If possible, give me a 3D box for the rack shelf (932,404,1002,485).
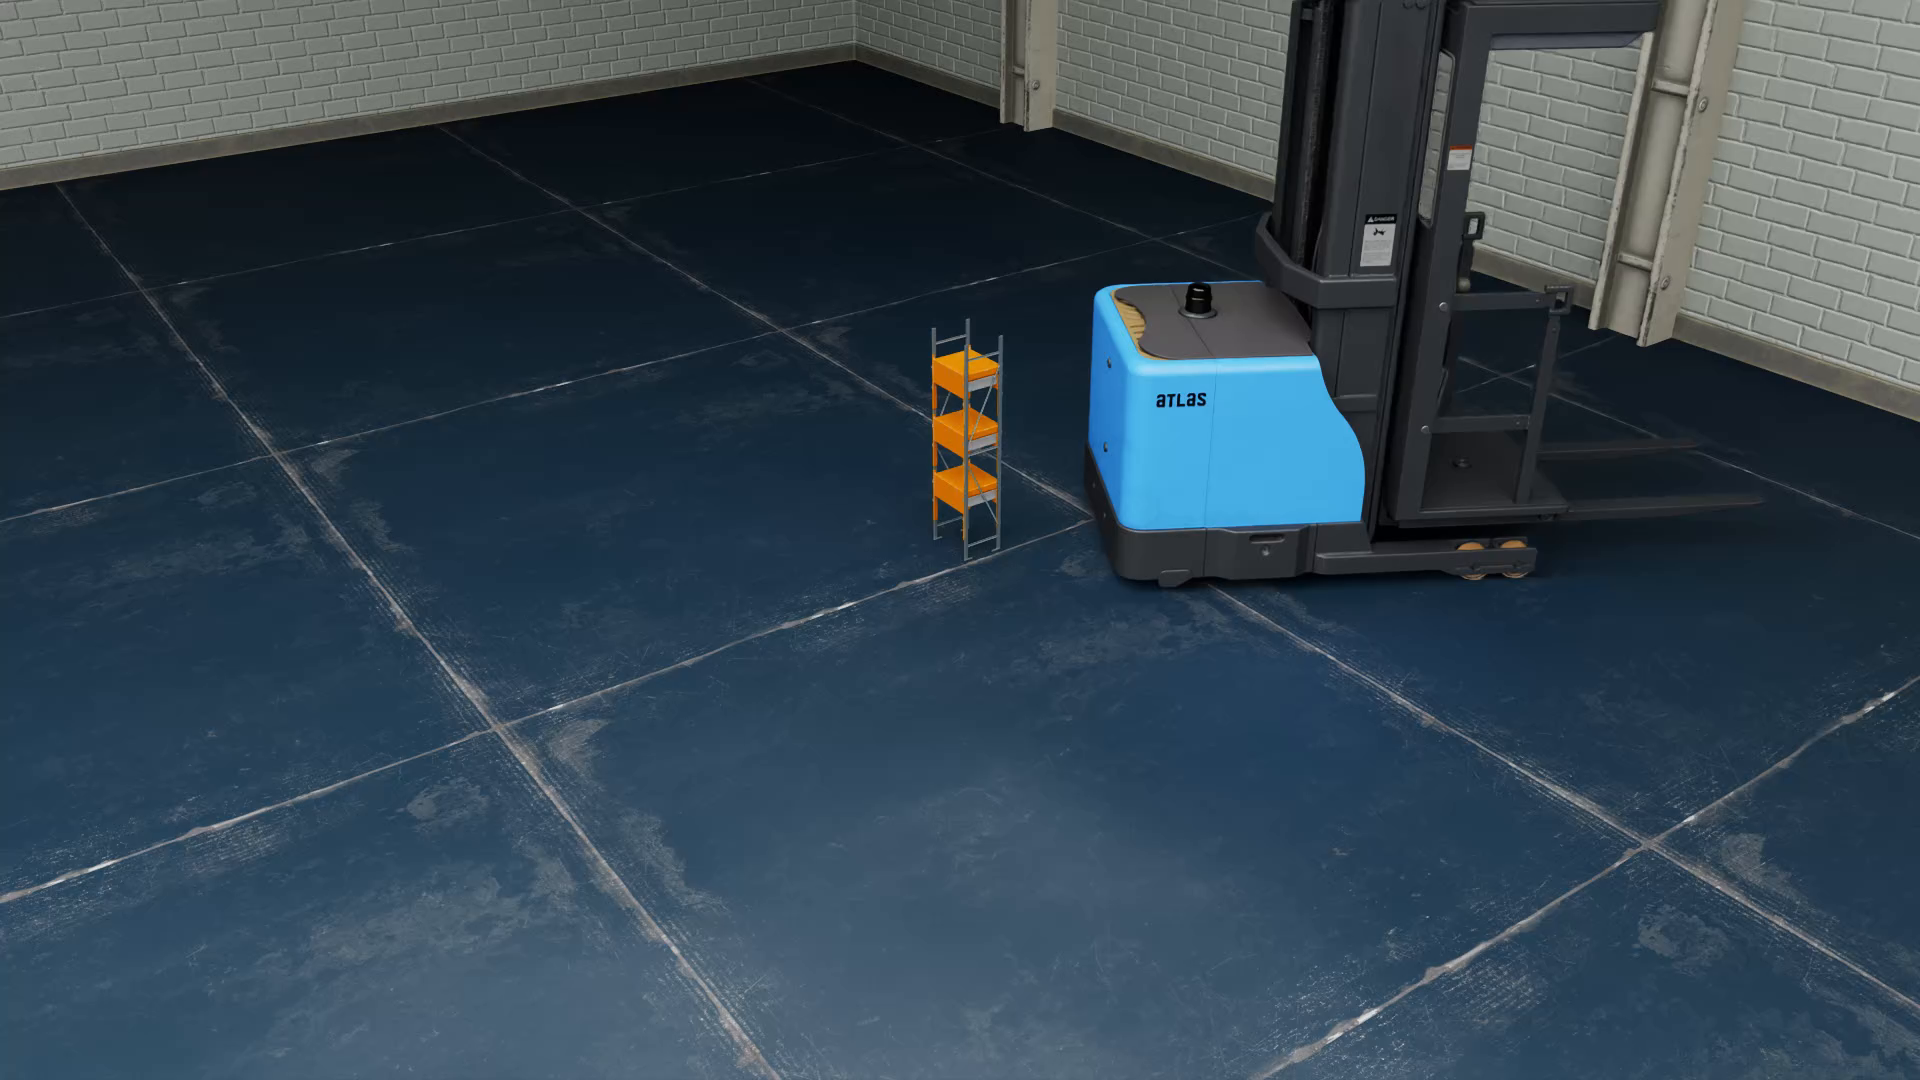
[{"bbox_3d":[0.031,-0.431,7.466,0.215,0.259,0.240,-19,34,-31],"label":"rack shelf"}]

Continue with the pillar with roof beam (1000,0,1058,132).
[{"bbox_3d":[-2.925,-6.357,10.026,9.100,9.000,0.400,-19,34,-31],"label":"pillar with roof beam"}]

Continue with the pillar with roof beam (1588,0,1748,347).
[{"bbox_3d":[0.556,-4.024,5.731,9.100,9.000,0.400,-19,34,-31],"label":"pillar with roof beam"}]

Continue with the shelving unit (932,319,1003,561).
[{"bbox_3d":[0.031,-0.441,7.461,0.215,1.050,0.252,-19,34,-31],"label":"shelving unit"}]

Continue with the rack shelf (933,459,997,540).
[{"bbox_3d":[0.031,-0.187,7.599,0.215,0.259,0.240,-19,34,-31],"label":"rack shelf"}]

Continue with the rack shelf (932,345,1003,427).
[{"bbox_3d":[0.031,-0.681,7.331,0.215,0.259,0.240,-19,34,-31],"label":"rack shelf"}]

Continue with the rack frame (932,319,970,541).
[{"bbox_3d":[-0.040,-0.488,7.548,0.200,1.050,0.008,-19,34,-31],"label":"rack frame"}]

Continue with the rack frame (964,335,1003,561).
[{"bbox_3d":[0.102,-0.393,7.374,0.200,1.050,0.008,-19,34,-31],"label":"rack frame"}]

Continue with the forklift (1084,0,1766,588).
[{"bbox_3d":[2.151,-1.359,7.181,3.031,2.935,1.130,-3,29,-5],"label":"forklift"}]
